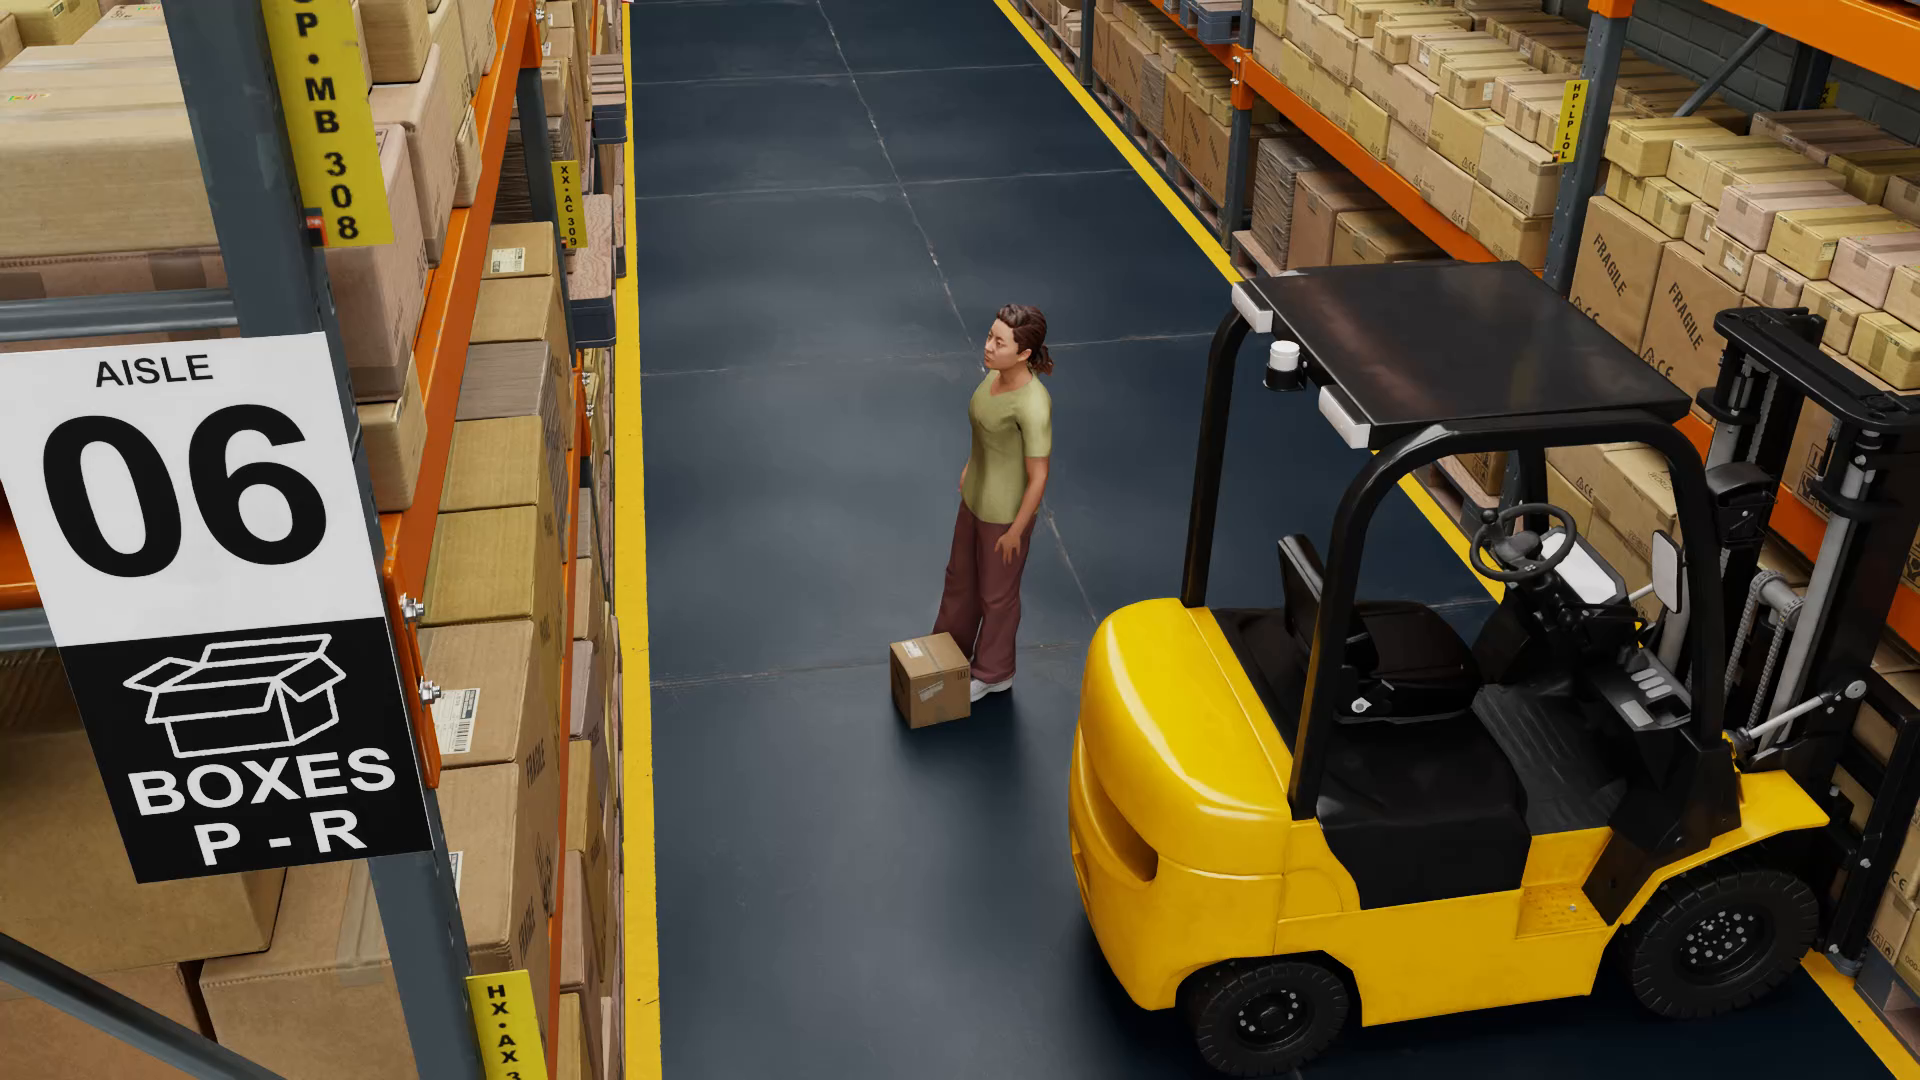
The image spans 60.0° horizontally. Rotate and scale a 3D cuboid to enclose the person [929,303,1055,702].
[{"bbox_3d":[0.076,-0.116,6.310,0.547,1.673,0.553,-10,32,-15],"label":"person"}]
